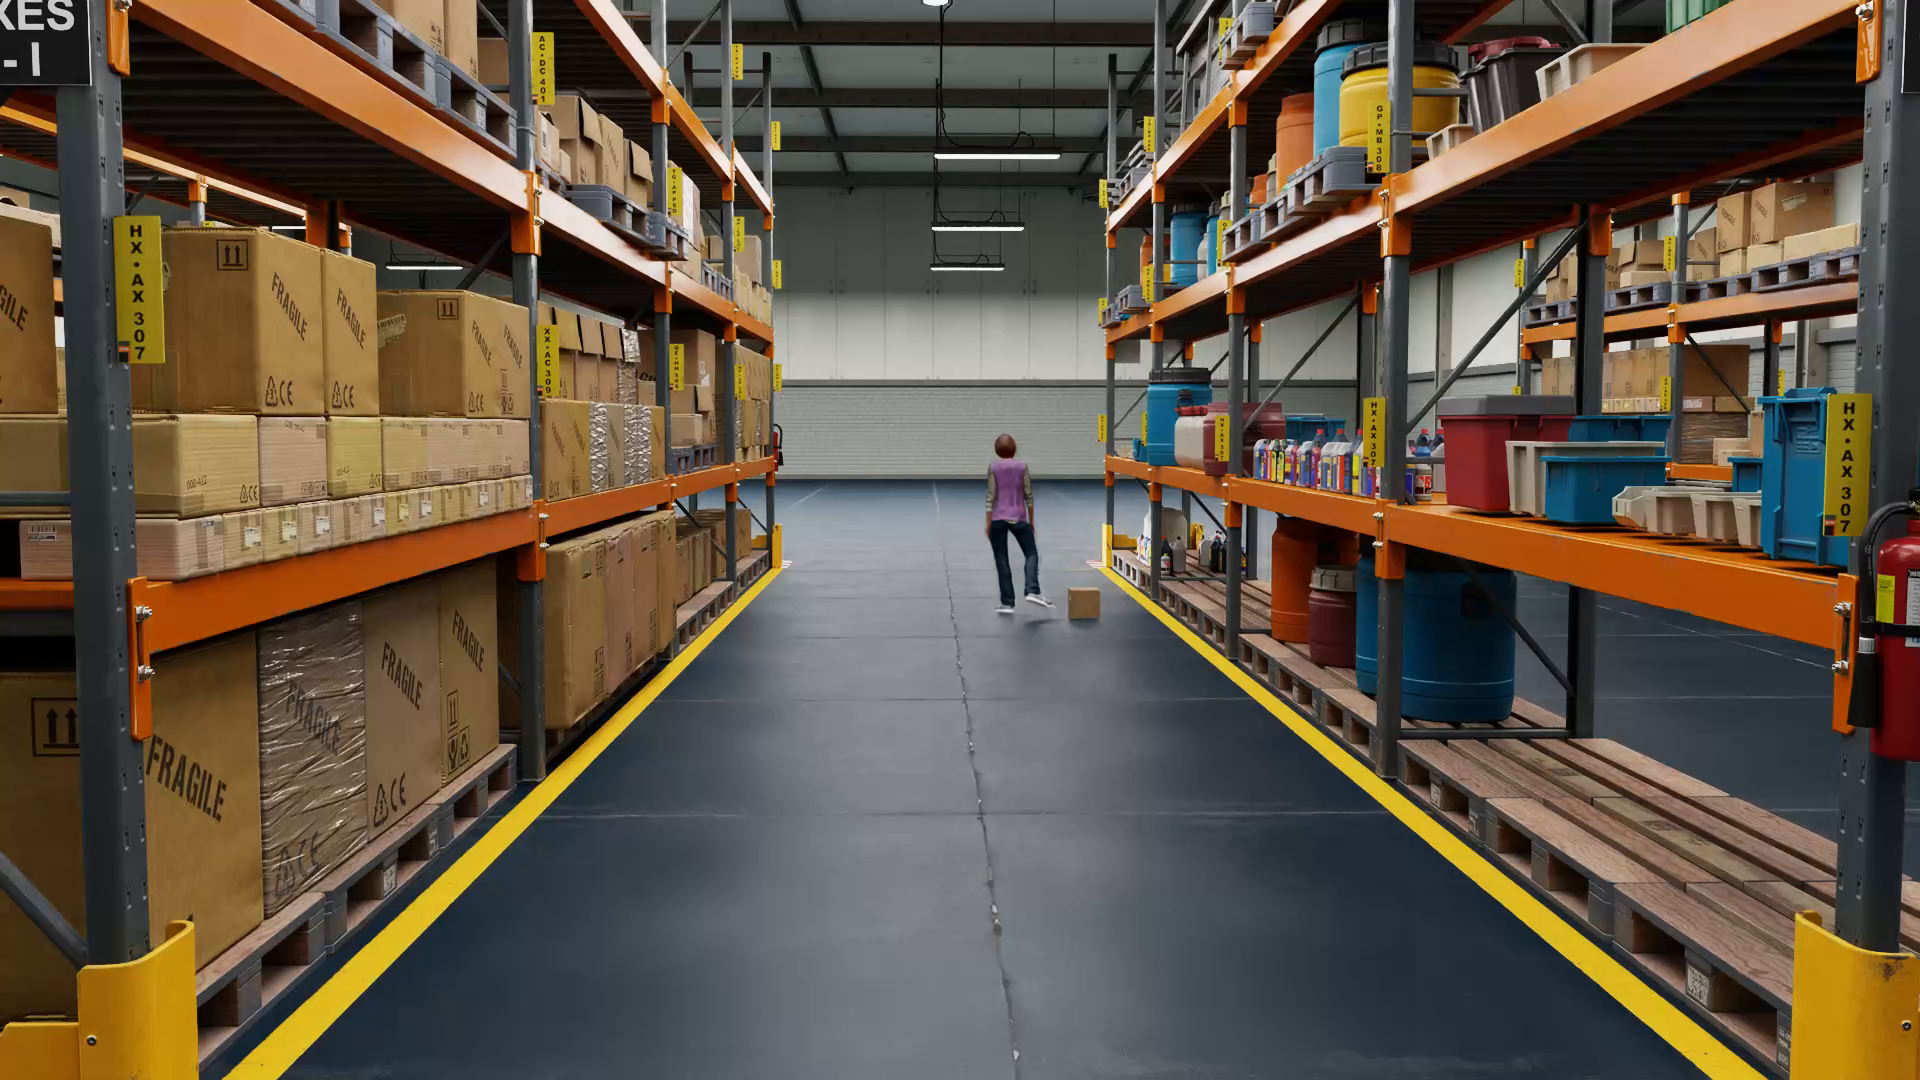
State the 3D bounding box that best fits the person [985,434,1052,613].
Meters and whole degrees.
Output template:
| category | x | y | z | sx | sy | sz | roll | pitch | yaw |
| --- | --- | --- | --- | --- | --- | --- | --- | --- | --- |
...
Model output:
| category | x | y | z | sx | sy | sz | roll | pitch | yaw |
| --- | --- | --- | --- | --- | --- | --- | --- | --- | --- |
| person | 0.513 | -0.139 | 14.645 | 0.584 | 1.588 | 0.471 | 0 | 4 | -2 |
